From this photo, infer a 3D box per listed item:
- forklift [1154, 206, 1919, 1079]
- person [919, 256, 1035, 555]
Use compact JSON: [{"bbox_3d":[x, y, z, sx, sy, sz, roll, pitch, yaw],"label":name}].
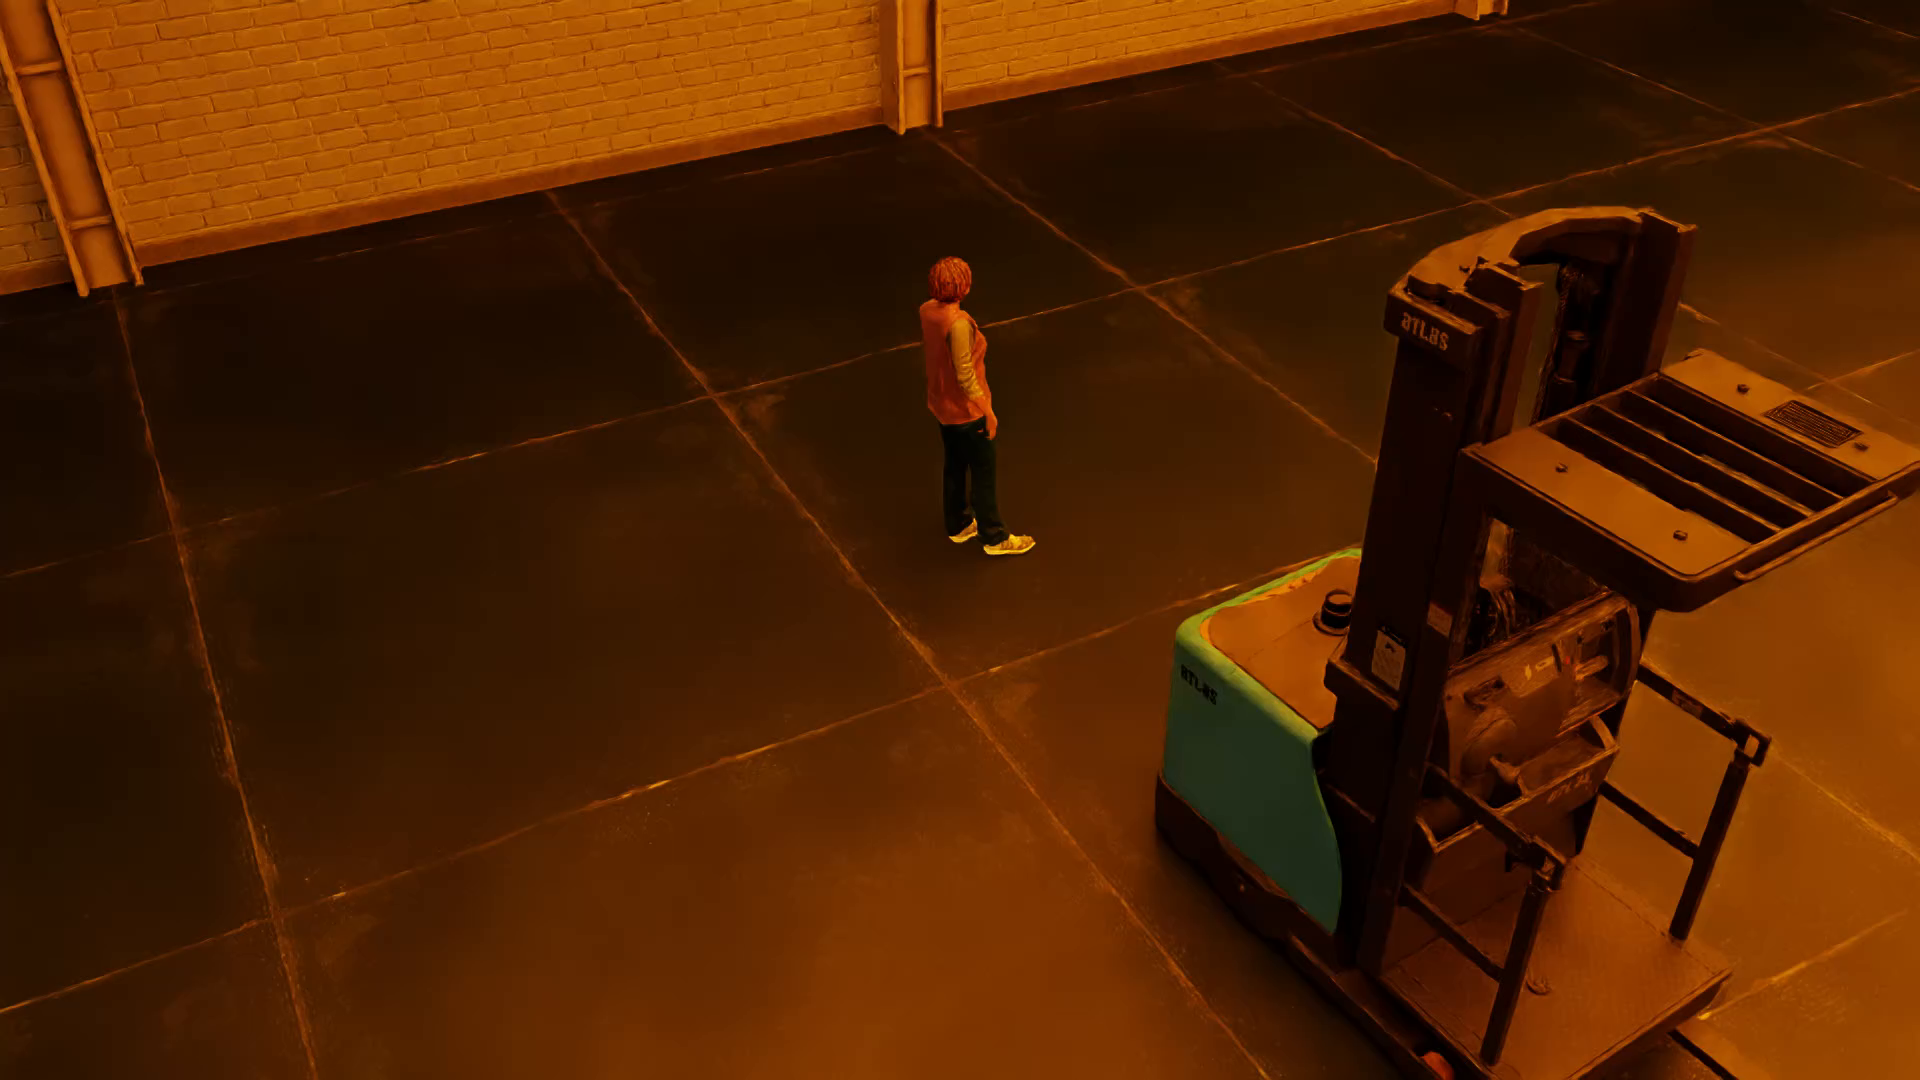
[{"bbox_3d":[2.038,0.555,5.337,1.130,2.935,3.031,-21,40,-27],"label":"forklift"},{"bbox_3d":[0.072,-0.671,8.216,0.474,1.597,0.520,-17,39,-23],"label":"person"}]
